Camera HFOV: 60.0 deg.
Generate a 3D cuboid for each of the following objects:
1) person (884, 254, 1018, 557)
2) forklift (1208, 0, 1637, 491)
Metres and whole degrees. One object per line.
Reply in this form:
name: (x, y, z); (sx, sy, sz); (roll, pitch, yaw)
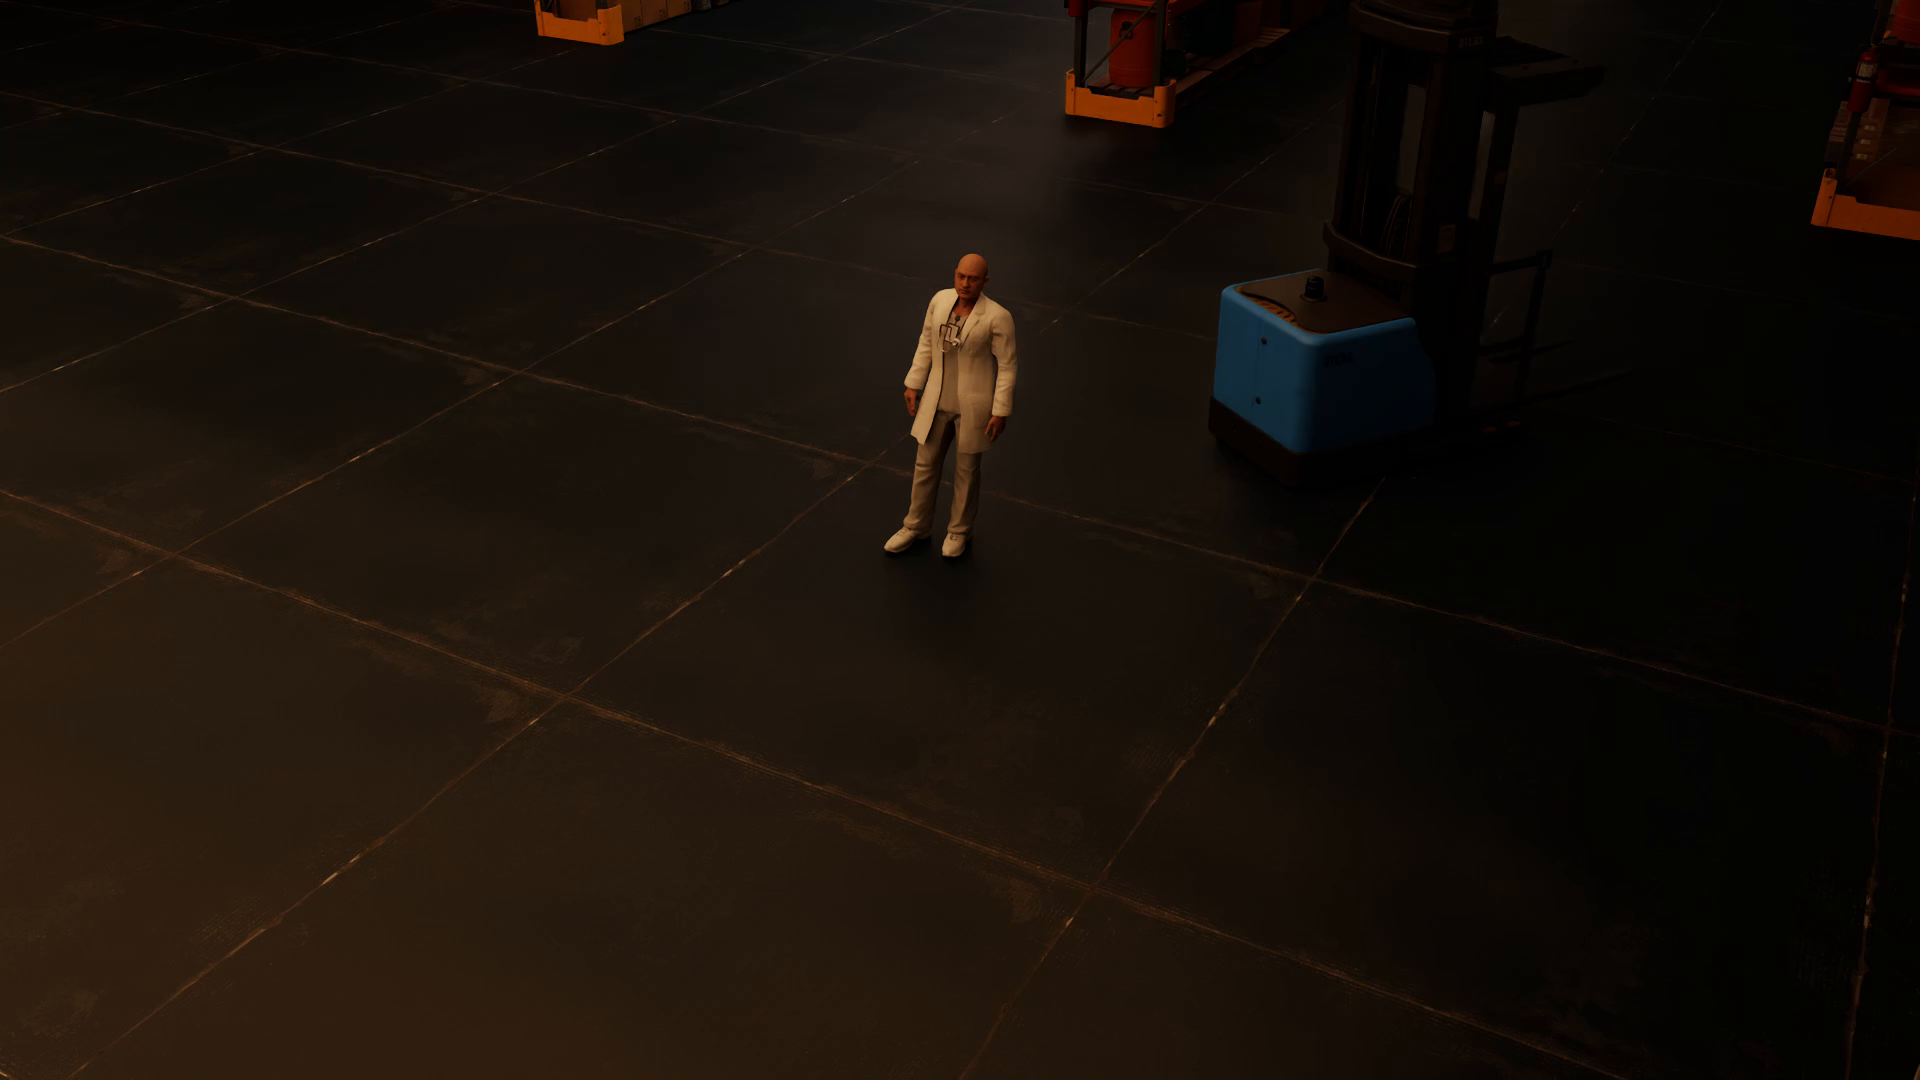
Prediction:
person: (-0.048, -0.737, 9.487); (0.696, 1.778, 0.578); (15, 33, 25)
forklift: (3.219, -2.077, 10.669); (3.031, 2.935, 1.130); (-14, 33, -22)
